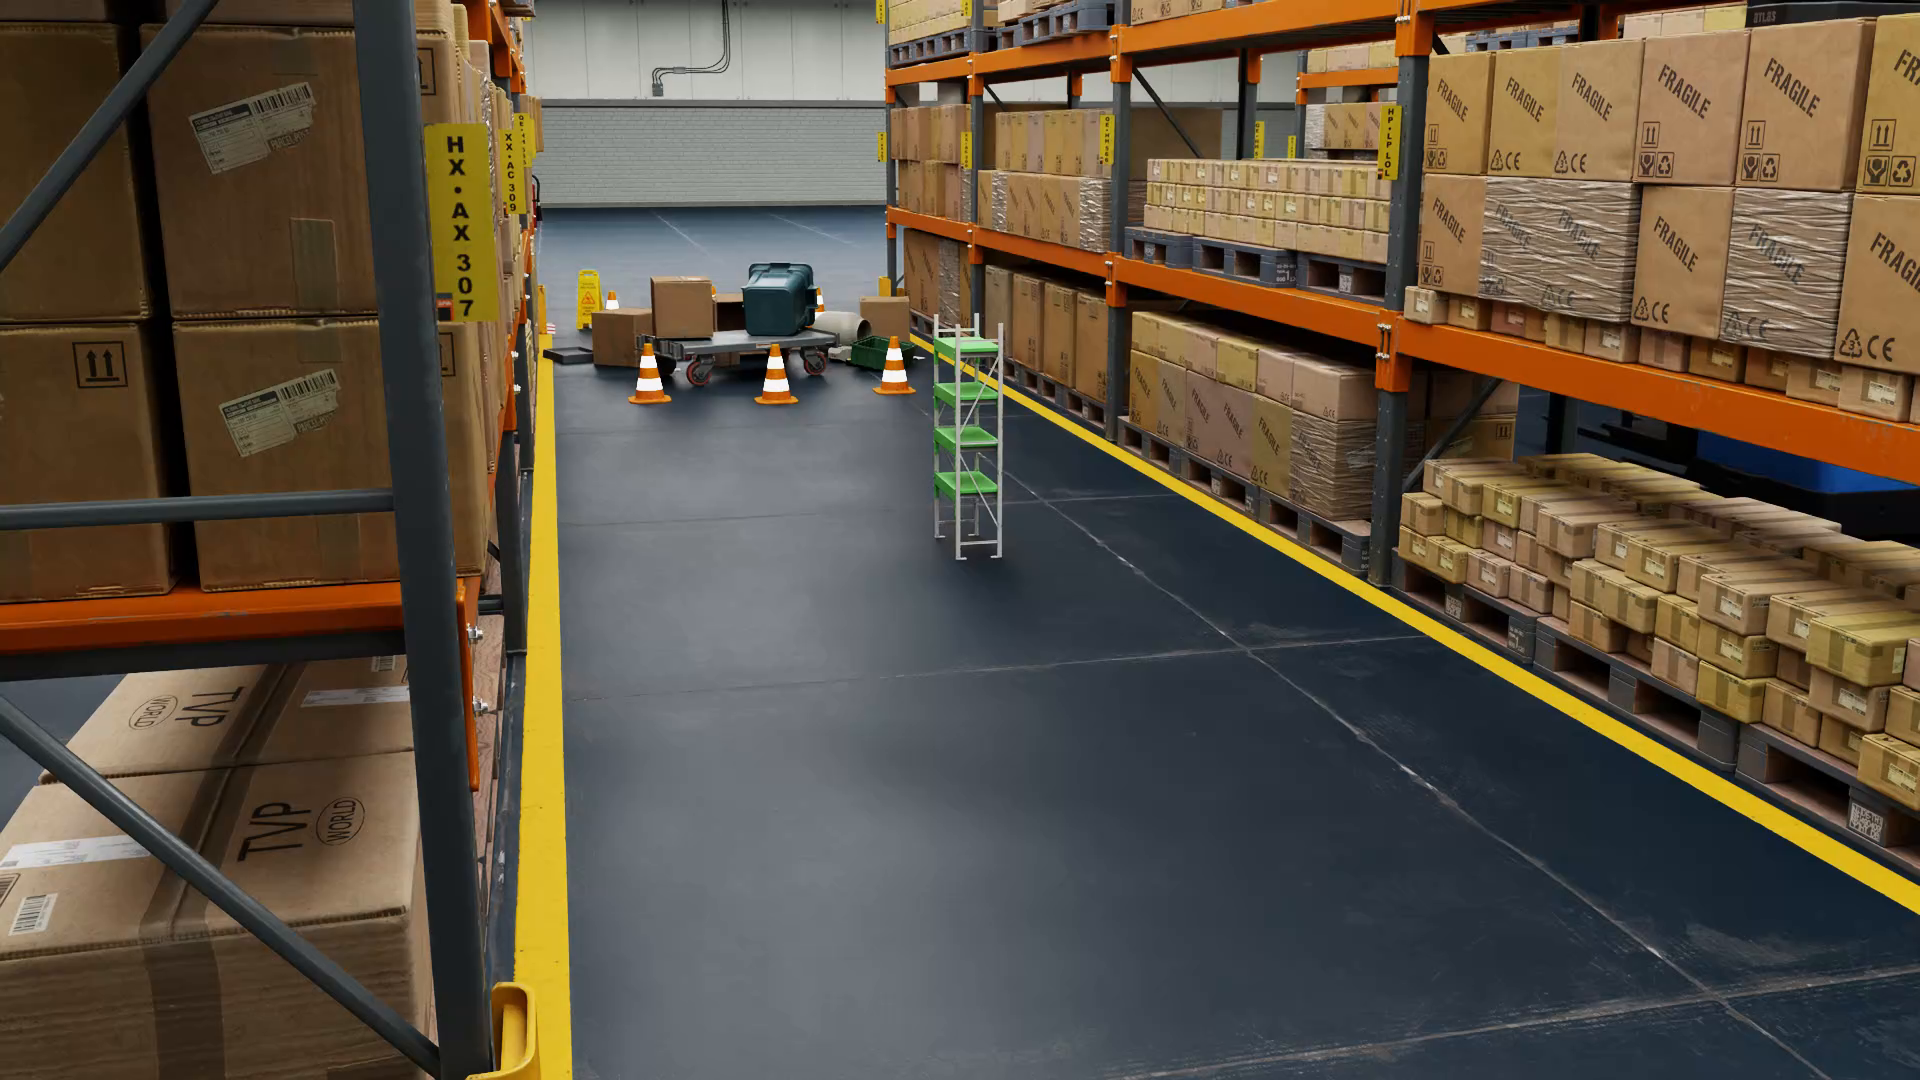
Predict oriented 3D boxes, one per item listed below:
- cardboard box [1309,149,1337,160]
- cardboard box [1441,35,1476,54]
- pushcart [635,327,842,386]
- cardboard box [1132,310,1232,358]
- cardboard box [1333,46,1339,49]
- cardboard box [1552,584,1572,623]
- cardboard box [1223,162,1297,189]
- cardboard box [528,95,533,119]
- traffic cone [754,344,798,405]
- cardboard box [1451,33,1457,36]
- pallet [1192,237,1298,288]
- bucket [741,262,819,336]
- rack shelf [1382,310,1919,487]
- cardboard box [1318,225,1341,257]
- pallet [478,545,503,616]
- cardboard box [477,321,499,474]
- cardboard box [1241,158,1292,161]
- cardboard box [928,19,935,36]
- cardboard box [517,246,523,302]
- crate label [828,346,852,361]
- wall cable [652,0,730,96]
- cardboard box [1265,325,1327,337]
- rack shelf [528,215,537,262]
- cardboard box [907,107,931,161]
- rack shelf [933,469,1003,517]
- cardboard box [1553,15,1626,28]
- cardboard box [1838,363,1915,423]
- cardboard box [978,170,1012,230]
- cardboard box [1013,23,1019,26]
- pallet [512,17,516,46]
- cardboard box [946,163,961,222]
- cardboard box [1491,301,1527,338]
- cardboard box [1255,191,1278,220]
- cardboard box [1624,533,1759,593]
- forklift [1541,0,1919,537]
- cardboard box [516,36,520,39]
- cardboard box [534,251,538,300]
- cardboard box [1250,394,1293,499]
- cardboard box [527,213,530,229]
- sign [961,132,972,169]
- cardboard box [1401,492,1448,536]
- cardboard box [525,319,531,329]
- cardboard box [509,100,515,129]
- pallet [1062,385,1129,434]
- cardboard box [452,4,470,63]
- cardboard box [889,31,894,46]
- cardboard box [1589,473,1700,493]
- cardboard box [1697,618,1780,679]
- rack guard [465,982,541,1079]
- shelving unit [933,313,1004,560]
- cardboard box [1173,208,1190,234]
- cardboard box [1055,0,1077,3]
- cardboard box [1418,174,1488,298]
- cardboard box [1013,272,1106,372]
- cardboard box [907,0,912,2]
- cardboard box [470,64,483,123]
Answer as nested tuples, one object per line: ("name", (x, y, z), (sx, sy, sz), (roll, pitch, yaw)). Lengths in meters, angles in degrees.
("cardboard box", (4.605, -4.348, 19.566), (0.875, 0.500, 0.500), (-3, 14, -13))
("cardboard box", (5.081, -4.835, 16.395), (0.500, 0.250, 0.500), (-3, 14, -11))
("pushcart", (-1.986, -1.673, 14.980), (1.648, 0.377, 0.936), (-9, 16, -33))
("cardboard box", (1.463, -1.366, 11.000), (0.500, 0.250, 0.500), (-4, 14, -16))
("cardboard box", (4.488, -5.668, 18.963), (0.380, 0.149, 0.250), (-4, 14, -14))
("cardboard box", (2.626, 0.253, 6.695), (0.380, 0.149, 0.250), (-4, 14, -16))
("cardboard box", (1.767, -2.135, 9.737), (0.380, 0.149, 0.250), (-3, 14, -11))
("cardboard box", (-4.182, -3.720, 14.887), (0.700, 0.500, 0.500), (-3, 14, -13))
("traffic cone", (-1.499, -1.357, 13.505), (0.336, 0.463, 0.334), (-3, 14, -13))
("cardboard box", (5.111, -5.064, 16.491), (0.380, 0.149, 0.250), (-3, 14, -13))
("pallet", (2.041, -1.637, 9.712), (1.003, 0.211, 1.213), (-3, 14, -13))
("bucket", (-1.676, -2.158, 15.136), (0.726, 0.611, 0.620), (2, 24, 6))
("rack shelf", (2.946, -0.451, 5.969), (1.077, 0.370, 4.000), (-3, 14, -13))
("cardboard box", (2.072, -1.542, 8.562), (0.380, 0.149, 0.250), (-3, 14, -13))
("pallet", (-2.567, 0.218, 7.589), (1.003, 0.211, 1.213), (-3, 14, -13))
("cardboard box", (-1.454, -0.449, 4.232), (0.500, 0.500, 0.500), (-3, 14, -14))
("cardboard box", (2.097, -2.468, 11.100), (0.380, 0.149, 0.250), (-4, 14, -15))
("cardboard box", (-0.100, -5.055, 16.411), (0.380, 0.149, 0.250), (-3, 14, -14))
("cardboard box", (-2.495, -1.360, 8.490), (0.500, 0.250, 0.500), (-4, 14, -14))
("crate label", (-1.118, -1.782, 15.931), (0.250, 0.136, 0.298), (10, 17, 35))
("wall cable", (-7.887, -16.008, 48.326), (2.305, 6.003, 0.169), (-3, 14, -13))
("cardboard box", (2.185, -1.161, 10.163), (0.500, 0.250, 0.500), (-3, 14, -12))
("rack shelf", (-4.661, -2.920, 16.075), (1.077, 0.370, 4.000), (-3, 14, -13))
("cardboard box", (-0.075, -4.281, 17.540), (0.875, 0.550, 0.550), (-3, 14, -13))
("rack shelf", (0.039, -0.249, 8.700), (0.258, 0.148, 0.480), (-3, 14, -13))
("cardboard box", (5.678, -4.741, 14.588), (0.797, 0.503, 0.637), (-3, 14, -11))
("cardboard box", (2.886, -0.451, 4.980), (0.380, 0.149, 0.250), (-3, 14, -12))
("cardboard box", (0.459, -3.020, 14.756), (0.500, 0.500, 0.500), (-3, 14, -13))
("cardboard box", (0.722, -4.915, 15.839), (0.380, 0.149, 0.250), (-3, 14, -13))
("pallet", (-4.149, -4.026, 13.160), (1.213, 0.211, 1.003), (-3, 14, -13))
("cardboard box", (0.348, -3.390, 16.168), (0.875, 0.550, 0.550), (-3, 14, -13))
("cardboard box", (2.471, -0.942, 6.993), (0.380, 0.149, 0.250), (-4, 14, -16))
("cardboard box", (1.877, -1.873, 9.291), (0.380, 0.149, 0.250), (-3, 14, -13))
("cardboard box", (2.697, 0.083, 6.136), (0.380, 0.149, 0.250), (-3, 14, -13))
("forklift", (4.653, -1.734, 9.849), (1.130, 2.935, 3.031), (-3, 14, -11))
("cardboard box", (-4.158, -4.572, 14.690), (0.500, 0.250, 0.500), (-3, 14, -14))
("cardboard box", (-4.563, -2.673, 16.877), (0.500, 0.500, 0.500), (-3, 14, -11))
("cardboard box", (1.937, -0.527, 9.144), (0.500, 0.500, 0.500), (-4, 14, -15))
("cardboard box", (-3.953, -2.777, 14.501), (0.380, 0.149, 0.250), (-3, 14, -13))
("sign", (0.058, -3.535, 15.086), (0.100, 0.325, 0.005), (-3, 14, -13))
("cardboard box", (2.250, -0.124, 7.610), (0.380, 0.149, 0.250), (-3, 14, -11))
("cardboard box", (-4.065, -1.615, 13.868), (0.950, 0.372, 0.625), (-3, 14, -12))
("cardboard box", (-2.747, -2.197, 9.282), (0.500, 0.500, 0.500), (-3, 14, -12))
("pallet", (1.424, -1.016, 12.641), (1.003, 0.211, 1.213), (-3, 14, -13))
("cardboard box", (-1.510, -1.347, 4.435), (0.380, 0.149, 0.250), (-4, 14, -15))
("cardboard box", (-0.574, -5.521, 18.318), (0.380, 0.149, 0.250), (-3, 14, -13))
("cardboard box", (2.976, -0.189, 7.247), (0.380, 0.149, 0.250), (-3, 14, -14))
("cardboard box", (2.756, 0.353, 5.657), (0.380, 0.149, 0.250), (-3, 14, -12))
("rack guard", (-1.367, 1.180, 3.044), (1.175, 0.500, 0.348), (-3, 14, -13))
("shelving unit", (0.039, -0.545, 8.628), (0.258, 1.200, 0.503), (-3, 14, -13))
("cardboard box", (1.572, -2.028, 10.552), (0.380, 0.149, 0.250), (-3, 14, -10))
("cardboard box", (0.999, -4.075, 12.060), (0.500, 0.311, 0.500), (-3, 14, -13))
("cardboard box", (2.347, -1.327, 7.199), (0.500, 0.500, 0.500), (-4, 14, -14))
("cardboard box", (1.053, -1.858, 14.066), (1.050, 0.750, 0.750), (-3, 14, -13))
("cardboard box", (-0.336, -5.676, 17.272), (0.380, 0.149, 0.250), (-4, 14, -14))
("cardboard box", (-1.583, -1.053, 4.599), (0.500, 0.500, 0.500), (-3, 14, -13))
